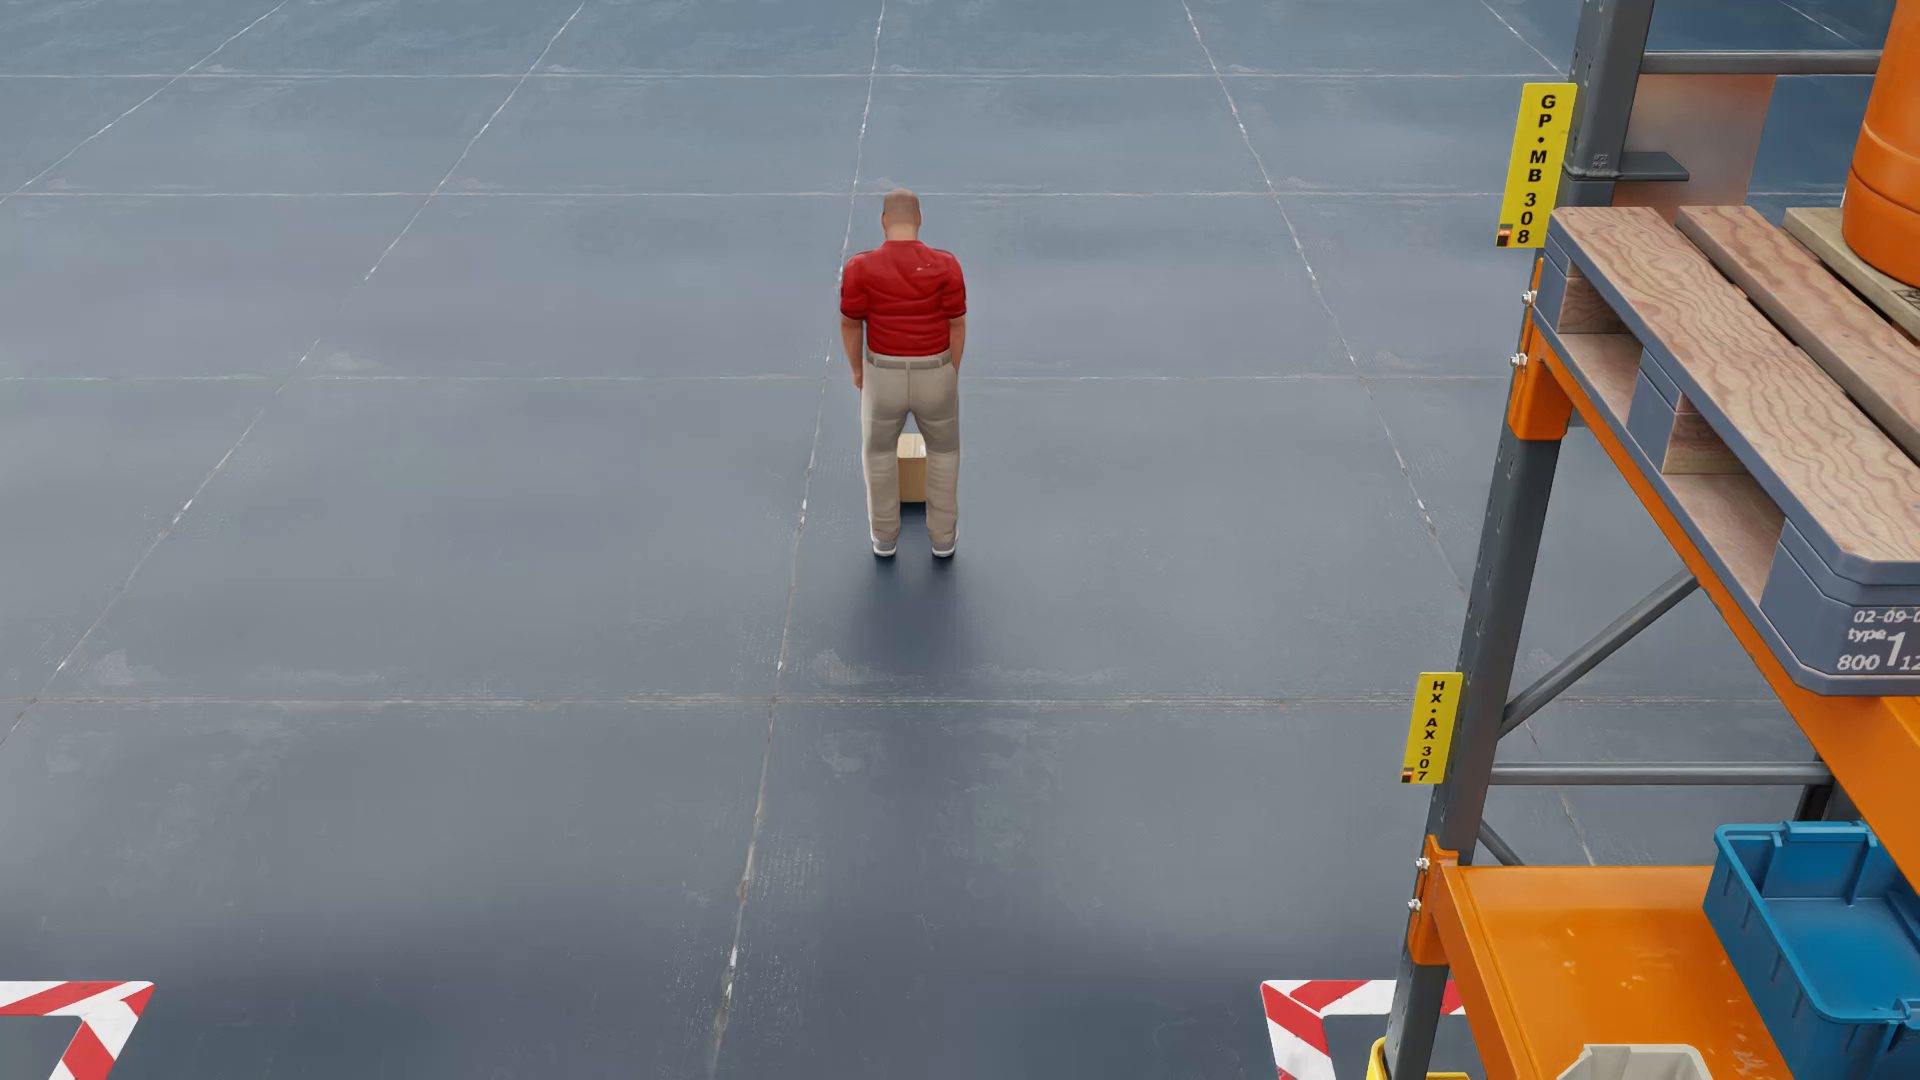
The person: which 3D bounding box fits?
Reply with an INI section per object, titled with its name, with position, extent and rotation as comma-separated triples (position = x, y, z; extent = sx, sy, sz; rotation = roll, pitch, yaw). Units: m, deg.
[person]
position = -0.223, -0.390, 7.753
extent = 0.530, 0.796, 0.922
rotation = -1, 31, -1
